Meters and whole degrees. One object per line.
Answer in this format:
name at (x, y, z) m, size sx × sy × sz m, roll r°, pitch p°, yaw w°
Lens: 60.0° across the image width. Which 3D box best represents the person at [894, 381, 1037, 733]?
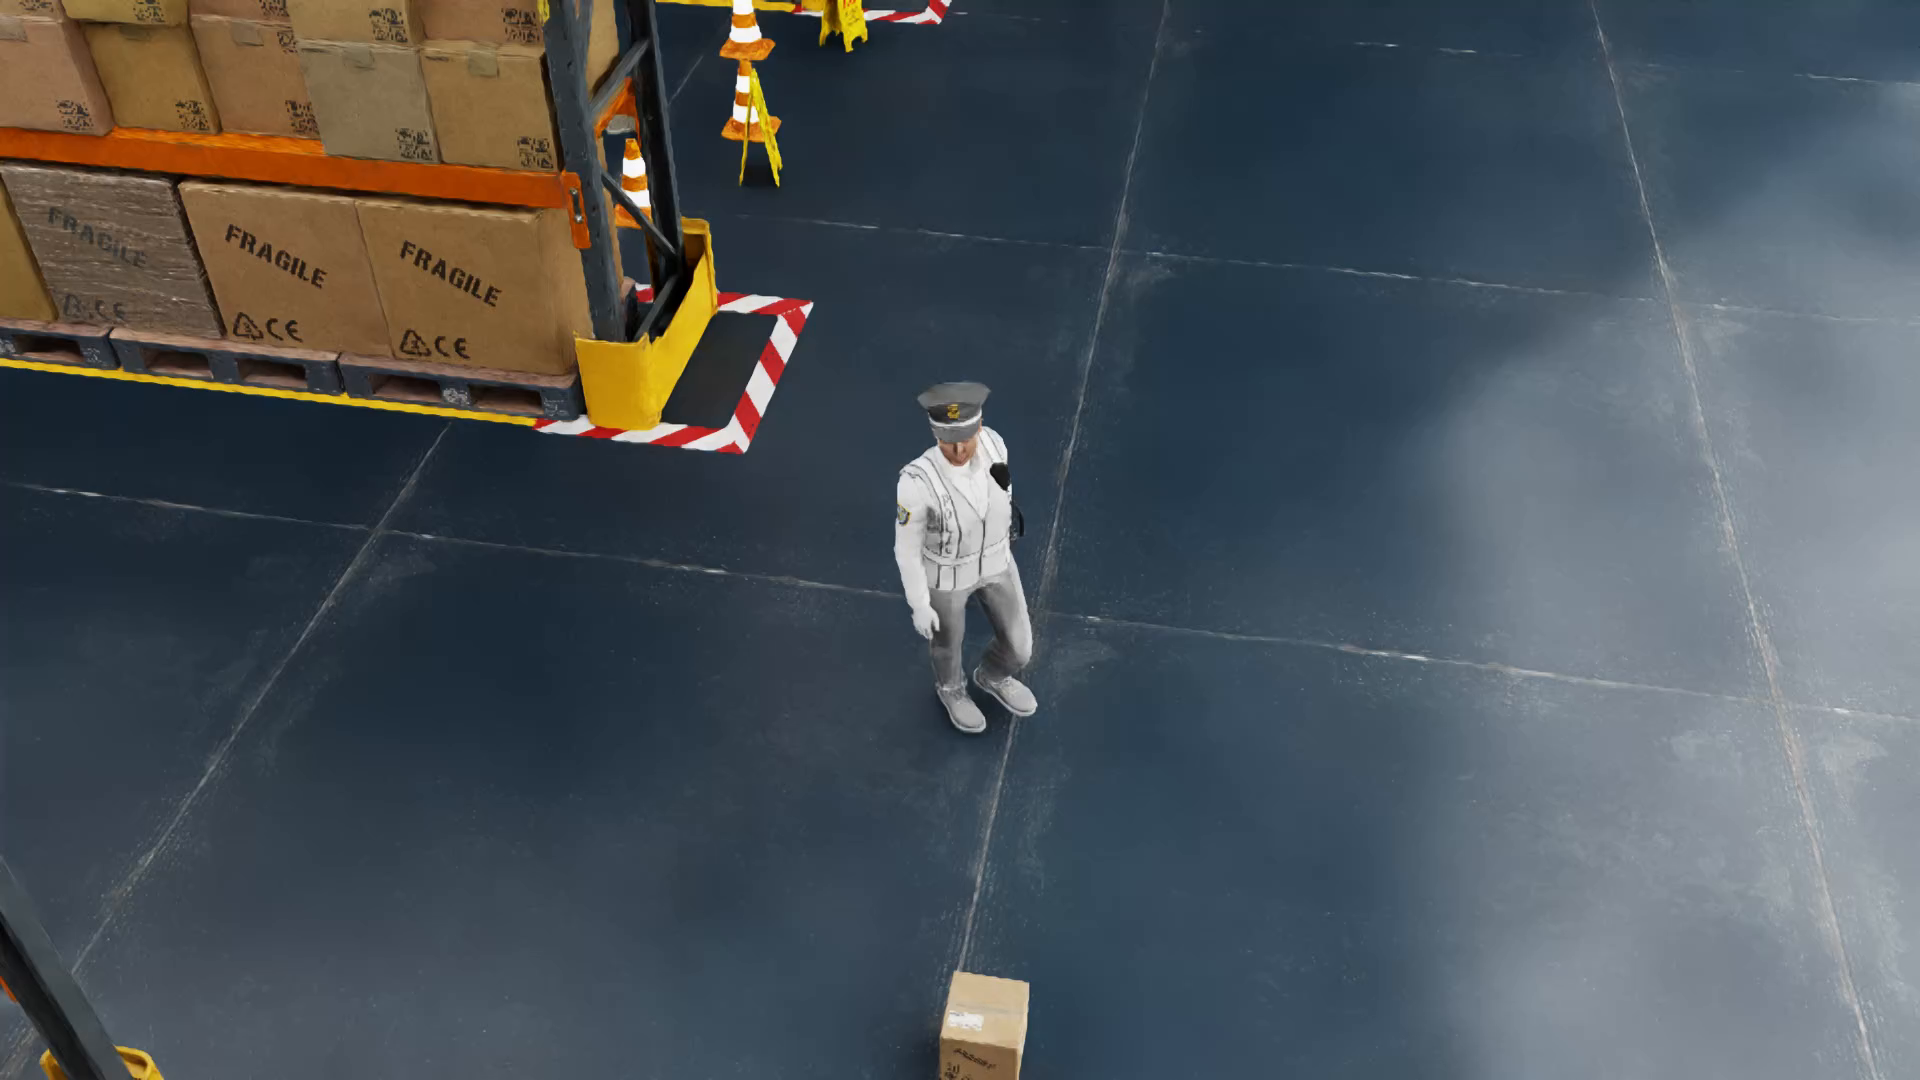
person at (0.022, 0.099, 6.003) m, size 0.577 × 1.670 × 0.442 m, roll -19°, pitch 44°, yaw -21°
